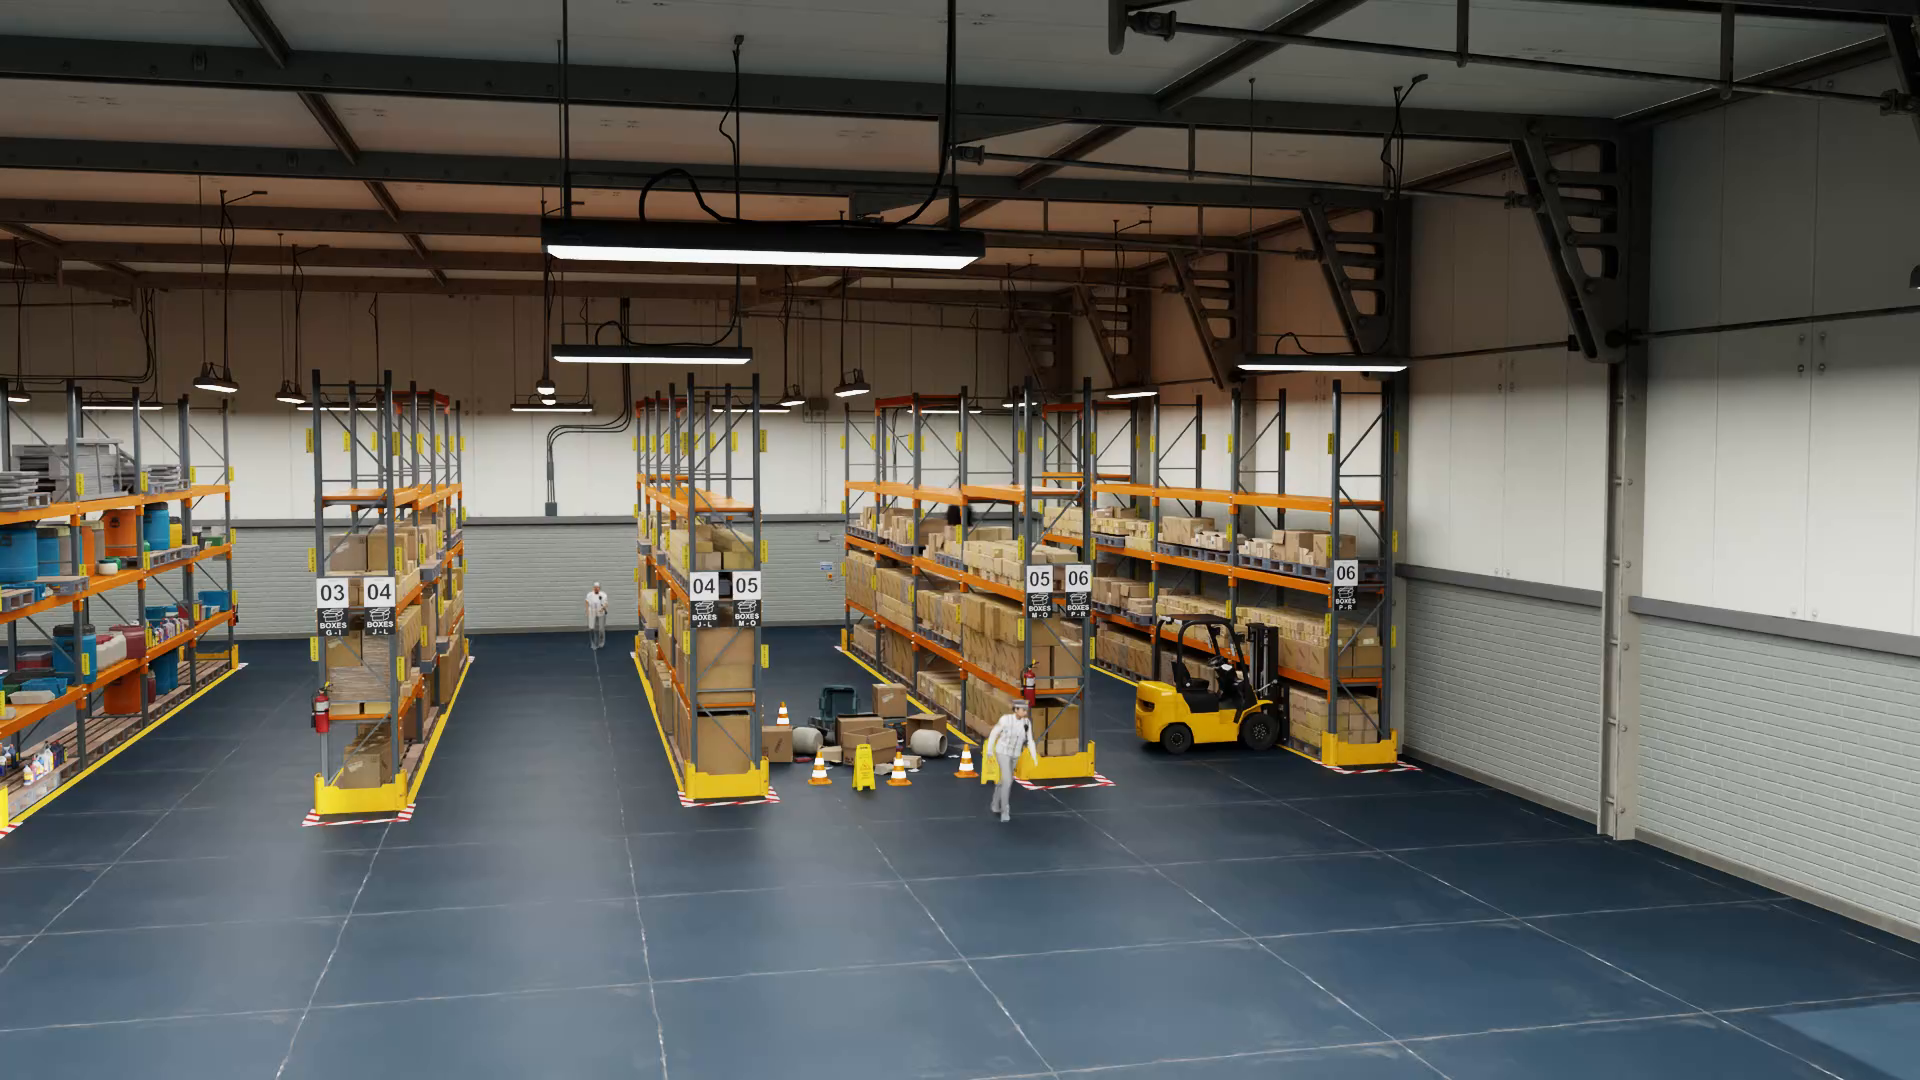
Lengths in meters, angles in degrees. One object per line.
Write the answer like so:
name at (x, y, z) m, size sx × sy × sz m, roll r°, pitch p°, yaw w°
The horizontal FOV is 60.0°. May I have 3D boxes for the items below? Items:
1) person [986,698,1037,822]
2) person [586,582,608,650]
person at (0.688, 2.925, 22.357) m, size 0.553 × 1.634 × 0.789 m, roll -2°, pitch 4°, yaw -31°
person at (-8.862, 1.858, 40.569) m, size 0.545 × 1.674 × 0.772 m, roll 0°, pitch 3°, yaw -7°
